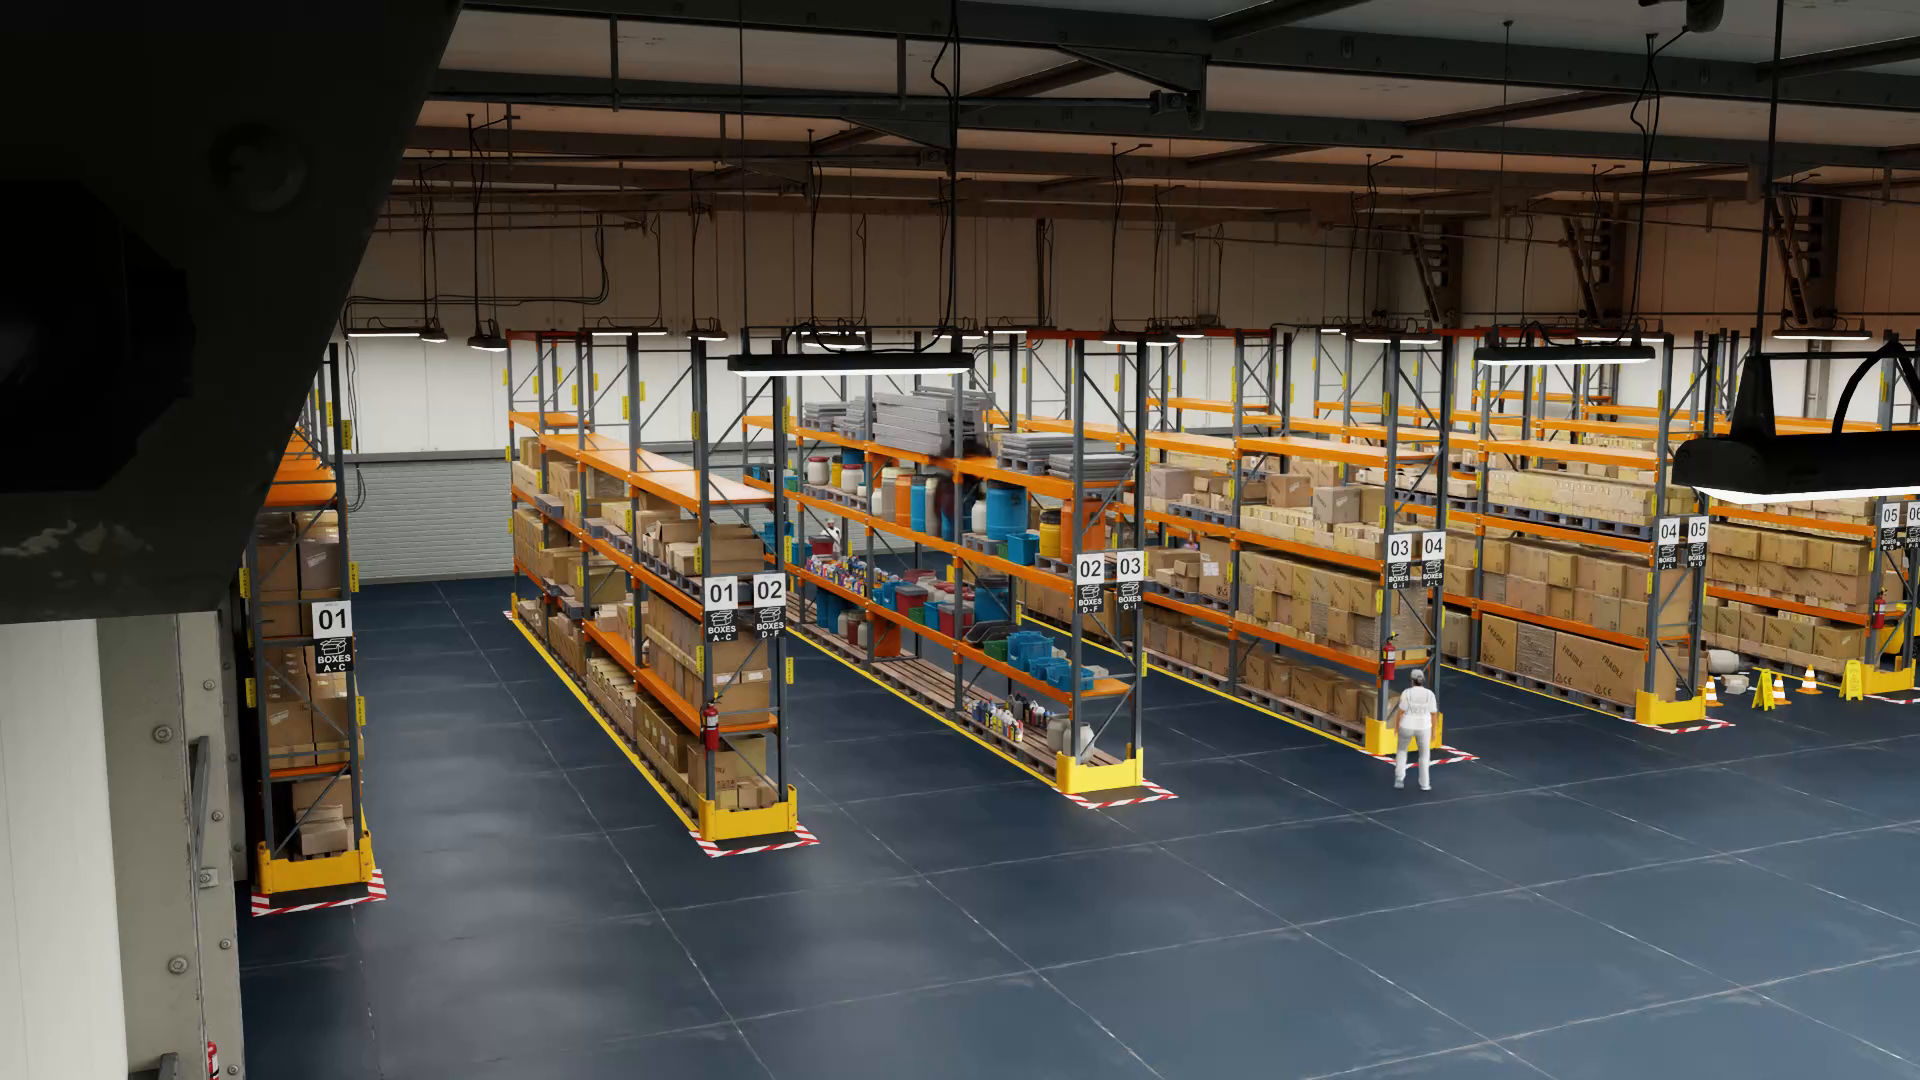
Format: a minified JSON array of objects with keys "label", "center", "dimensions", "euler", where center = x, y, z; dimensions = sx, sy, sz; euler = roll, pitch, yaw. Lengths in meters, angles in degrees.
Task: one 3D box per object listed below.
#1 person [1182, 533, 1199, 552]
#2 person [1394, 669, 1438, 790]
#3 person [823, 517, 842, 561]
[{"label":"person","center":[5.028,0.610,36.371],"dimensions":[0.493,1.557,0.823],"euler":[-3,8,-22]},{"label":"person","center":[6.054,2.526,22.092],"dimensions":[0.548,1.673,0.545],"euler":[3,8,19]},{"label":"person","center":[-2.947,0.303,38.274],"dimensions":[0.548,1.696,0.452],"euler":[-7,11,-44]}]
